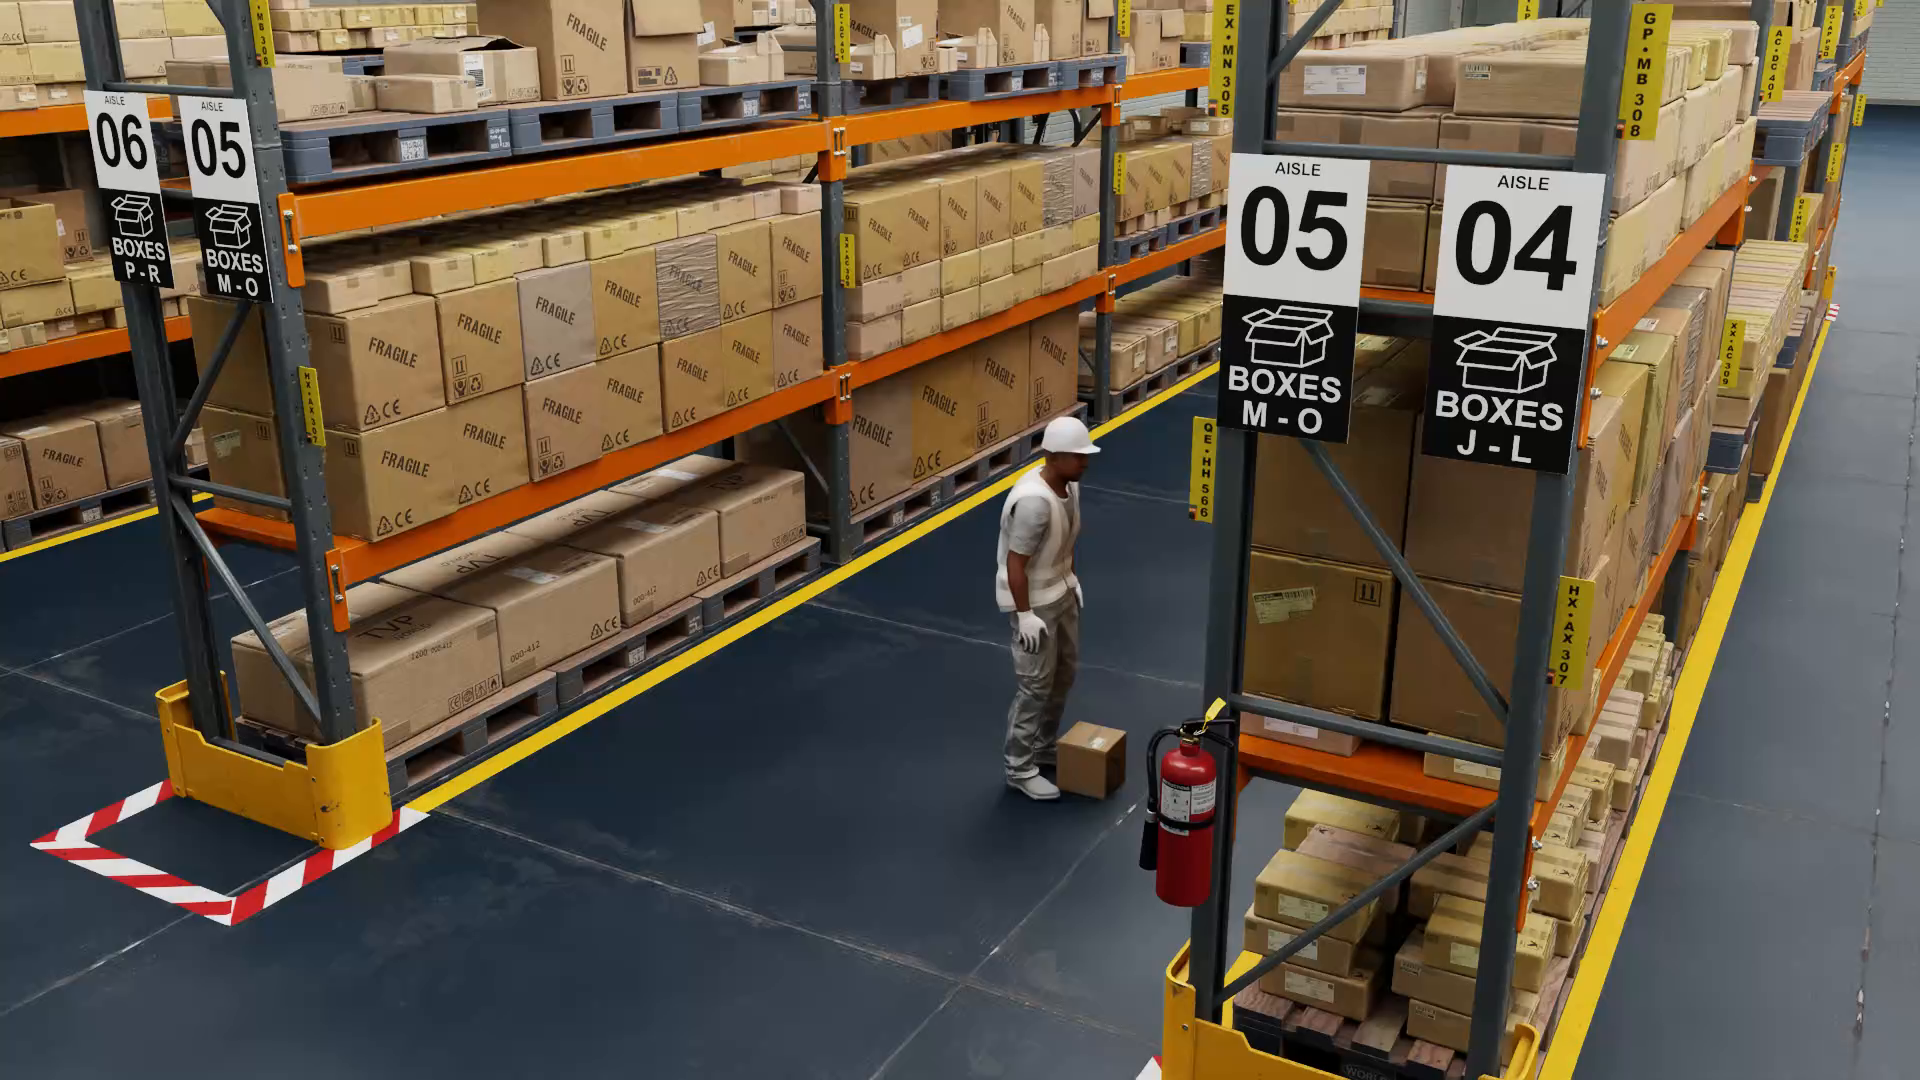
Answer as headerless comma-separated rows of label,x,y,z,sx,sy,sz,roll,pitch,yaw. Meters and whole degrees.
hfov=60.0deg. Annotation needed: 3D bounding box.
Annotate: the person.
person,0.409,0.290,7.721,0.449,1.773,0.608,10,21,25
